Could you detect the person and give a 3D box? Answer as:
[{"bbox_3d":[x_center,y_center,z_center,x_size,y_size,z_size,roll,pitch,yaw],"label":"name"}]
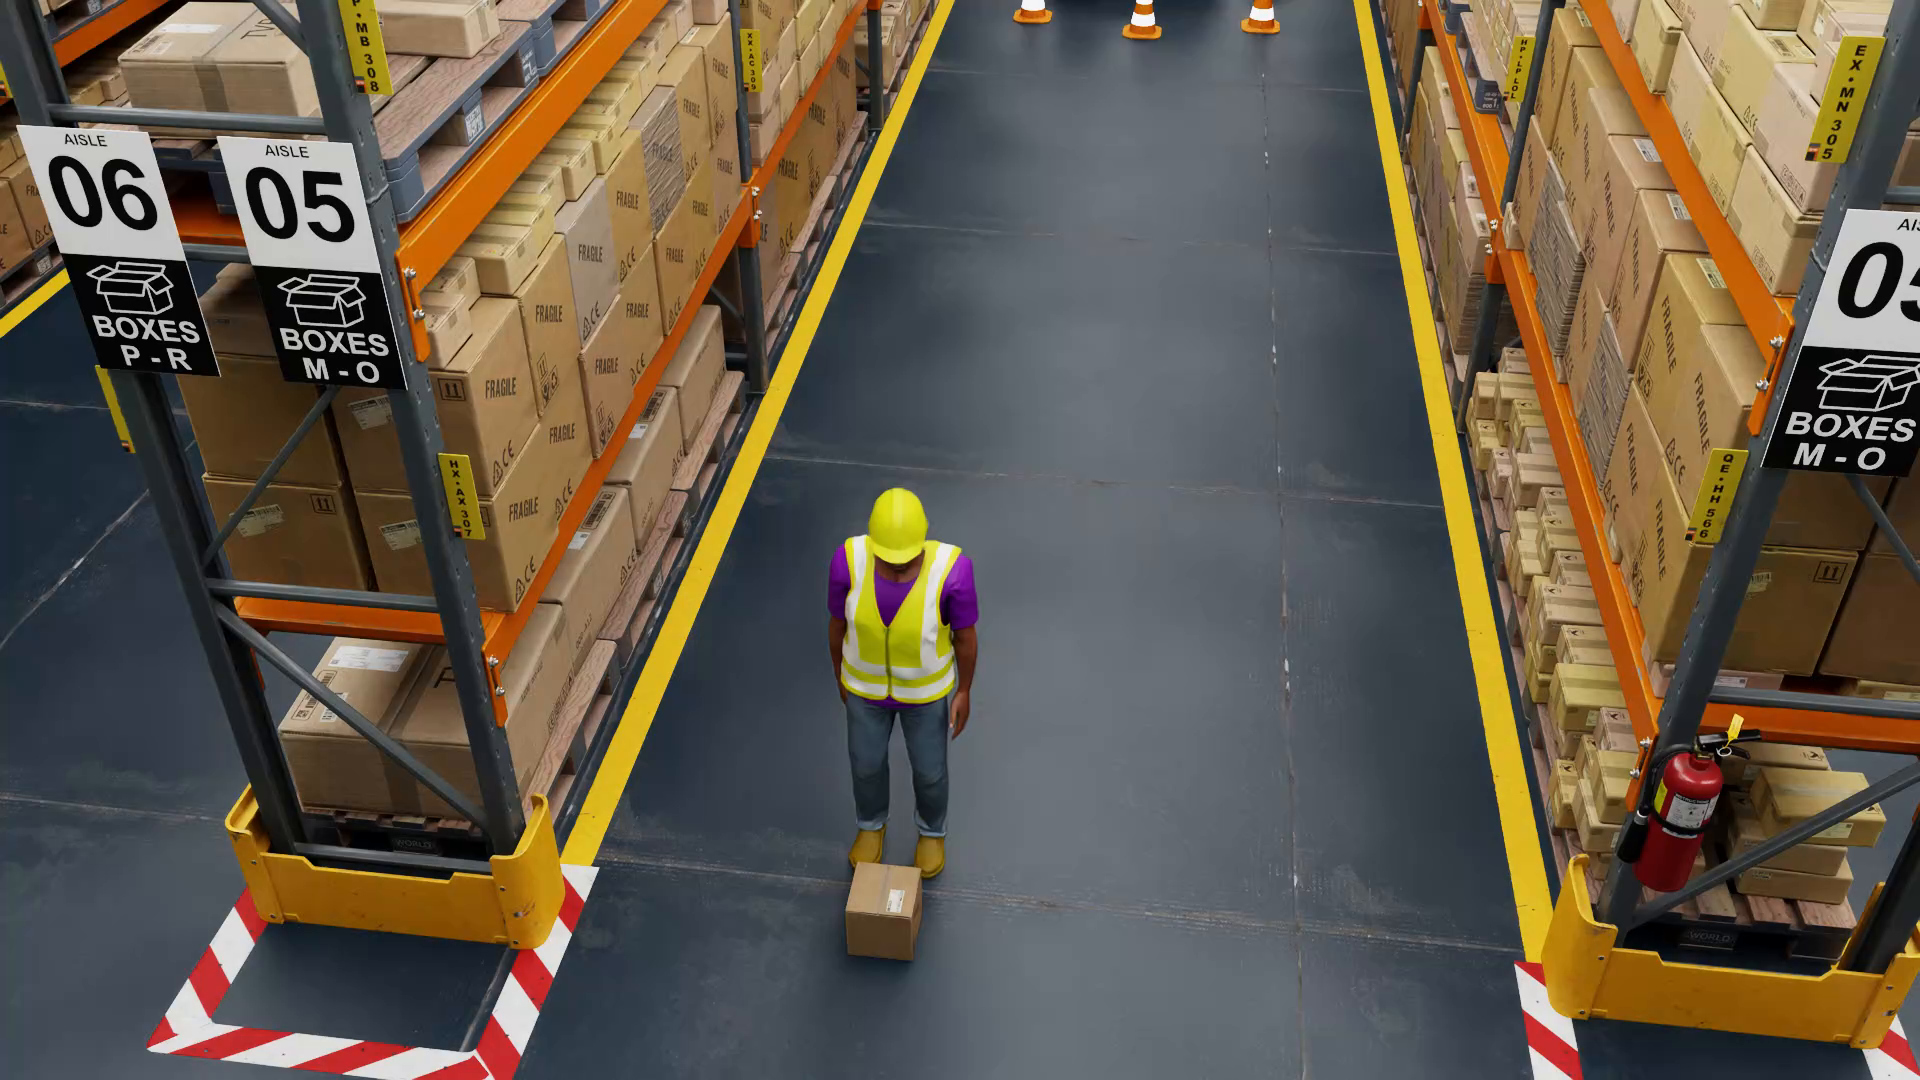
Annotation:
[{"bbox_3d":[-0.217,0.543,6.281,0.568,1.762,0.371,5,36,7],"label":"person"}]
